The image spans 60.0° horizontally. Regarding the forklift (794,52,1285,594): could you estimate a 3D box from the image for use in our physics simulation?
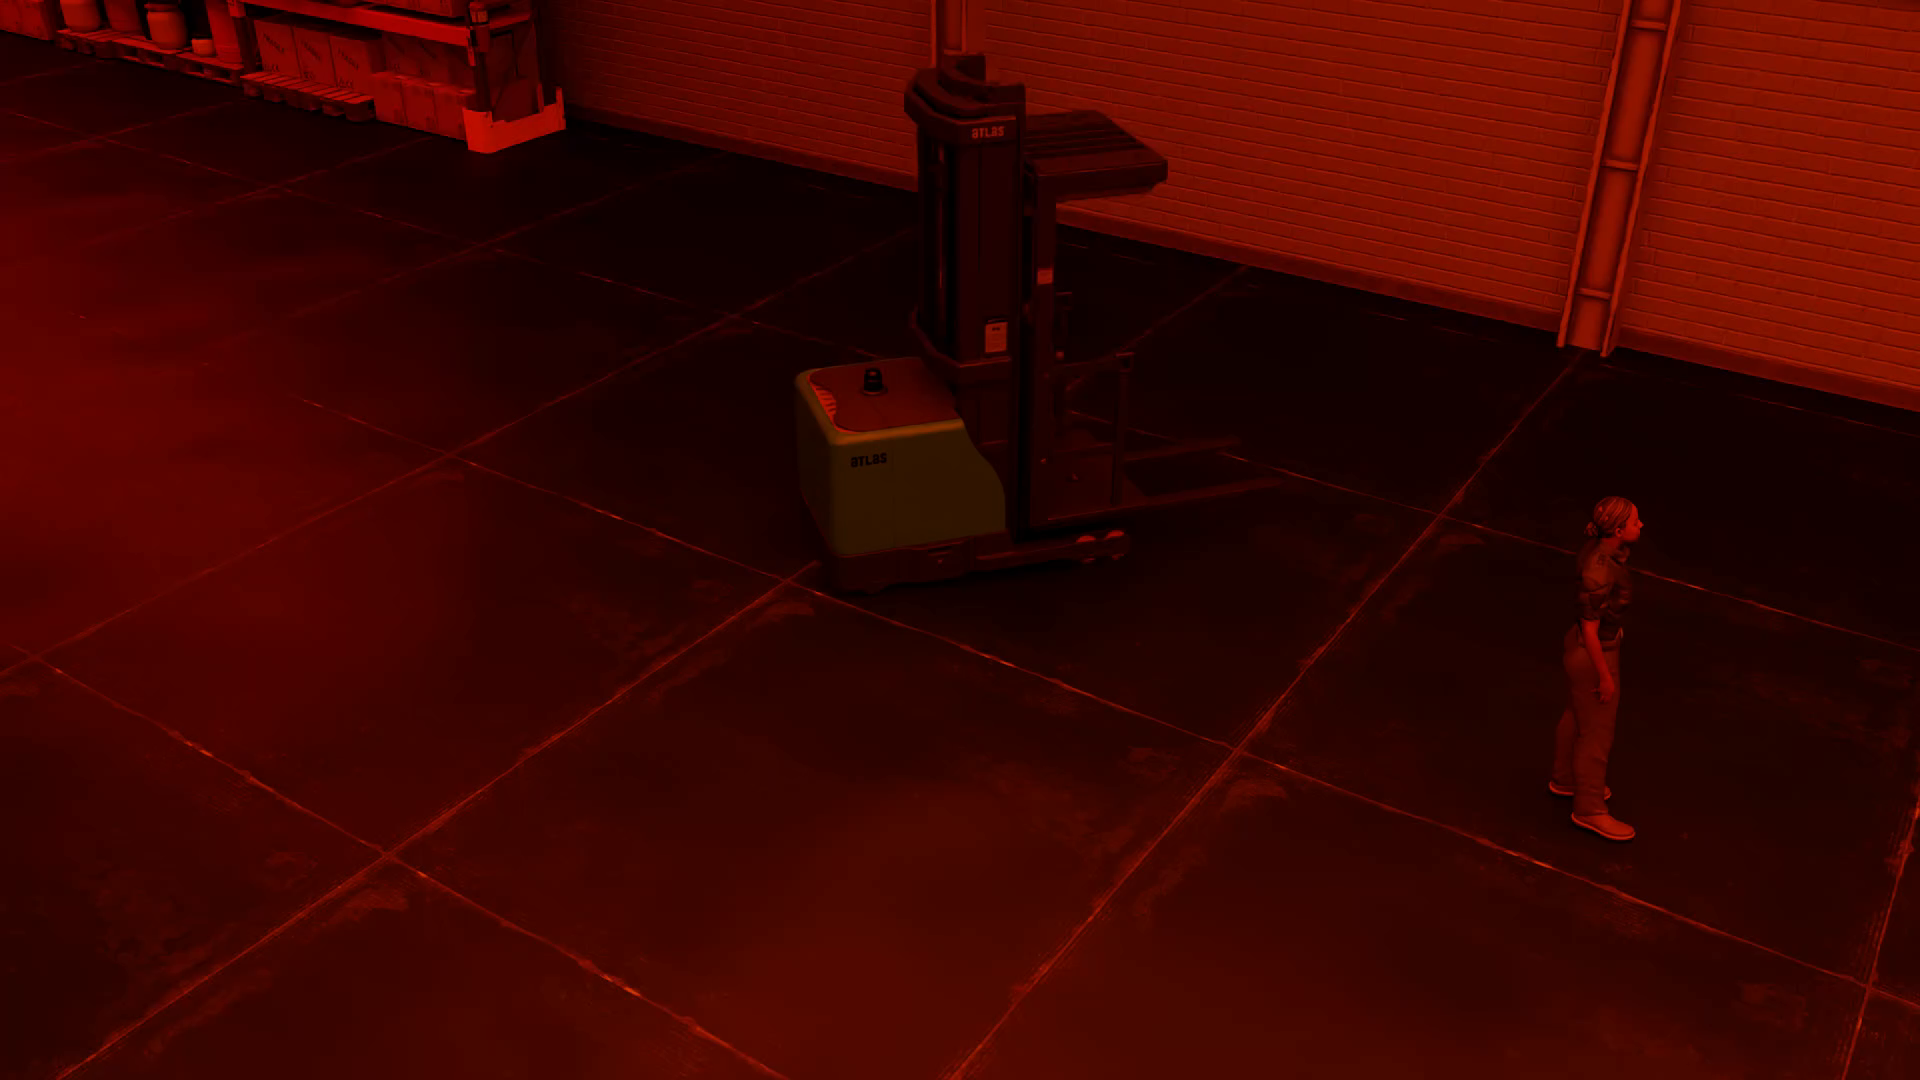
[{"bbox_3d":[0.548,-1.370,9.941,3.031,2.935,1.130,-9,31,-15],"label":"forklift"}]

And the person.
[{"bbox_3d":[3.080,0.572,7.853,0.504,1.654,0.570,10,31,16],"label":"person"}]
